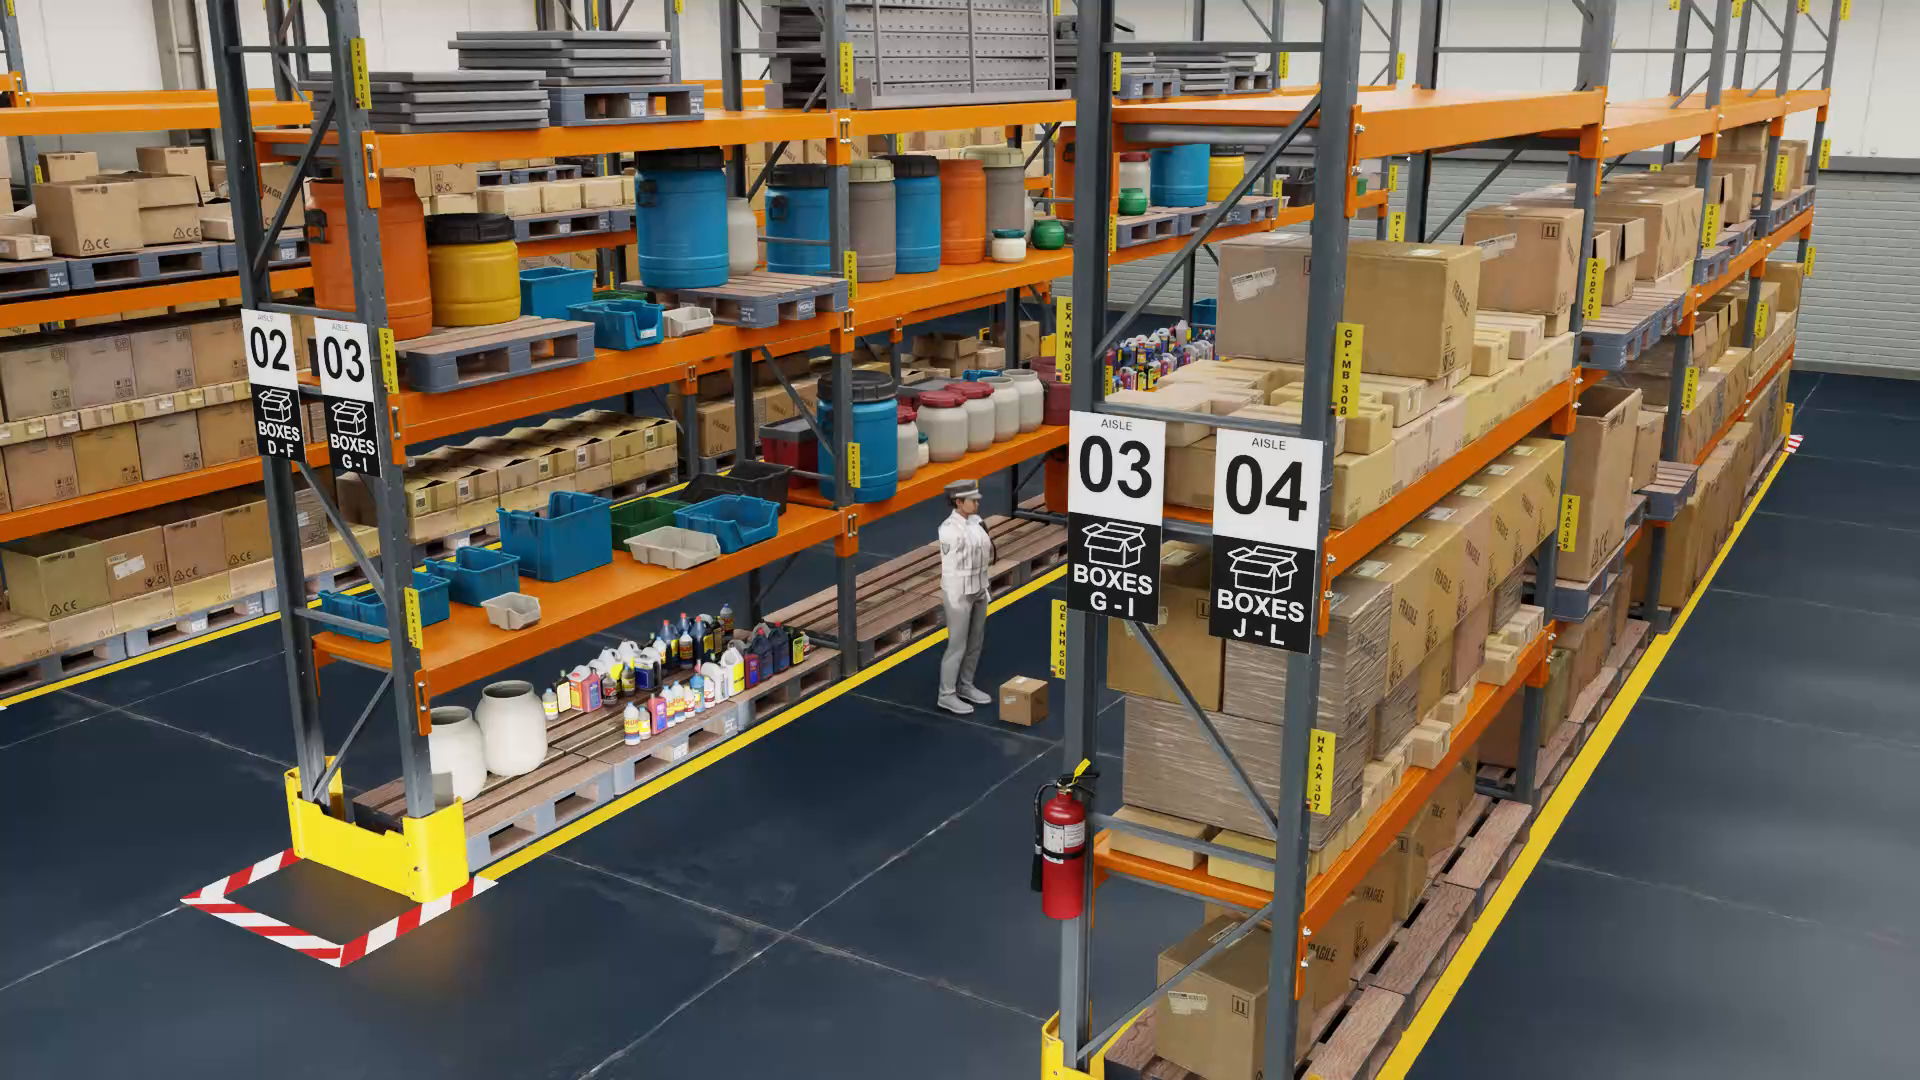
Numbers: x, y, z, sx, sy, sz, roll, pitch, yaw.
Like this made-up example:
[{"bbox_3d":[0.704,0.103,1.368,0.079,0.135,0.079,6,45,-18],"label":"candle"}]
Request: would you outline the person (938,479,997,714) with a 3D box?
[{"bbox_3d":[0.045,0.379,11.722,0.337,1.676,0.448,10,19,32],"label":"person"}]
